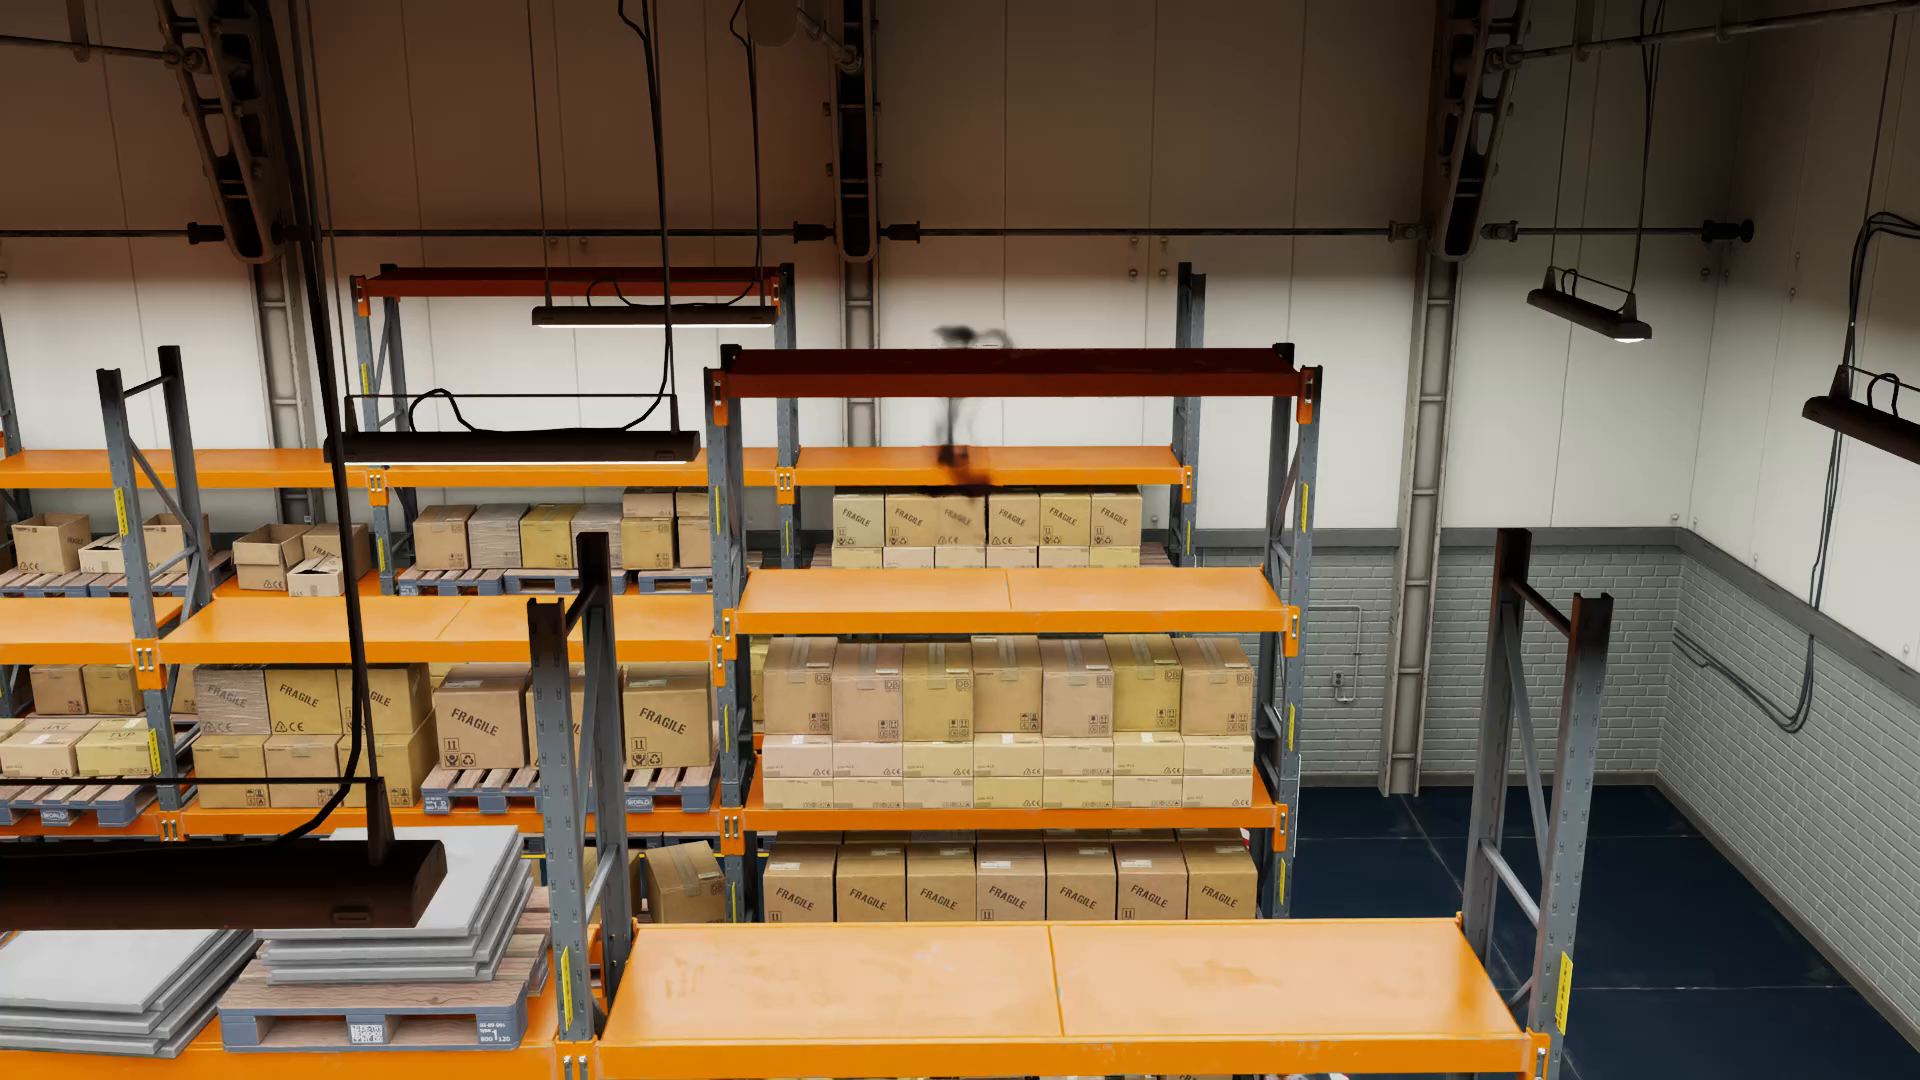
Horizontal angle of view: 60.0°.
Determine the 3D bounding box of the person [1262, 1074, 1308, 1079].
[{"bbox_3d":[2.252,4.164,11.461,0.629,1.613,0.625,-11,20,-34],"label":"person"}]
